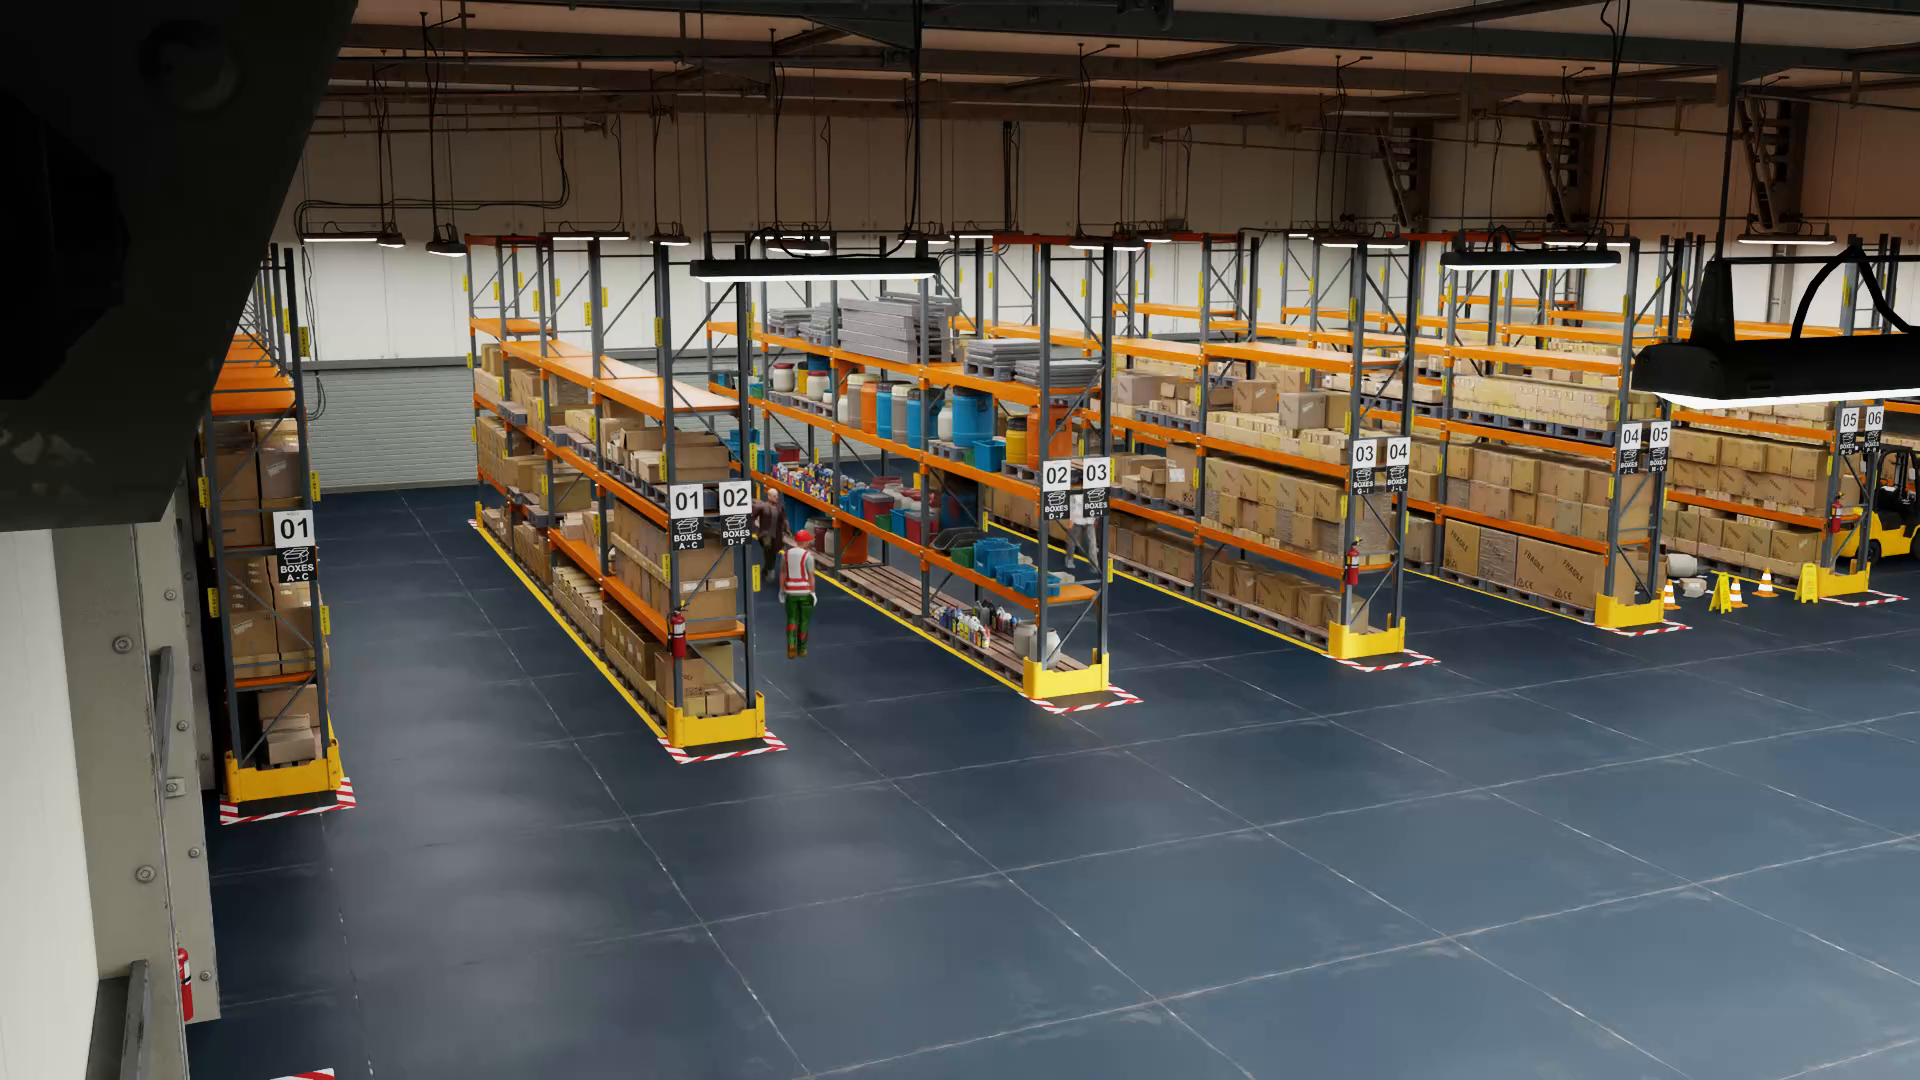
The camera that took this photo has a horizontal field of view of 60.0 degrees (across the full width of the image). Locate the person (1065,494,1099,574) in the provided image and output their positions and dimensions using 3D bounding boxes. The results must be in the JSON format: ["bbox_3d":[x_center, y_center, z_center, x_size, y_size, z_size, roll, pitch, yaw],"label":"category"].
[{"bbox_3d":[2.156,-0.306,28.603,0.638,1.737,0.971,-5,12,-26],"label":"person"}]

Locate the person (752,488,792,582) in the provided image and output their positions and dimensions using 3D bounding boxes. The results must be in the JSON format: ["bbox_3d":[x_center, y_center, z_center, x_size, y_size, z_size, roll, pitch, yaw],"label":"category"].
[{"bbox_3d":[-3.317,-0.063,28.856,0.715,1.709,0.936,-5,12,-23],"label":"person"}]

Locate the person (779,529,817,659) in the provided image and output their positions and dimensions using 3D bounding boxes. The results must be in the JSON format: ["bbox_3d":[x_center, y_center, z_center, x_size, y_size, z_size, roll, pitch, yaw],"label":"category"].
[{"bbox_3d":[-2.254,0.763,23.061,0.556,1.826,0.453,2,11,9],"label":"person"}]
